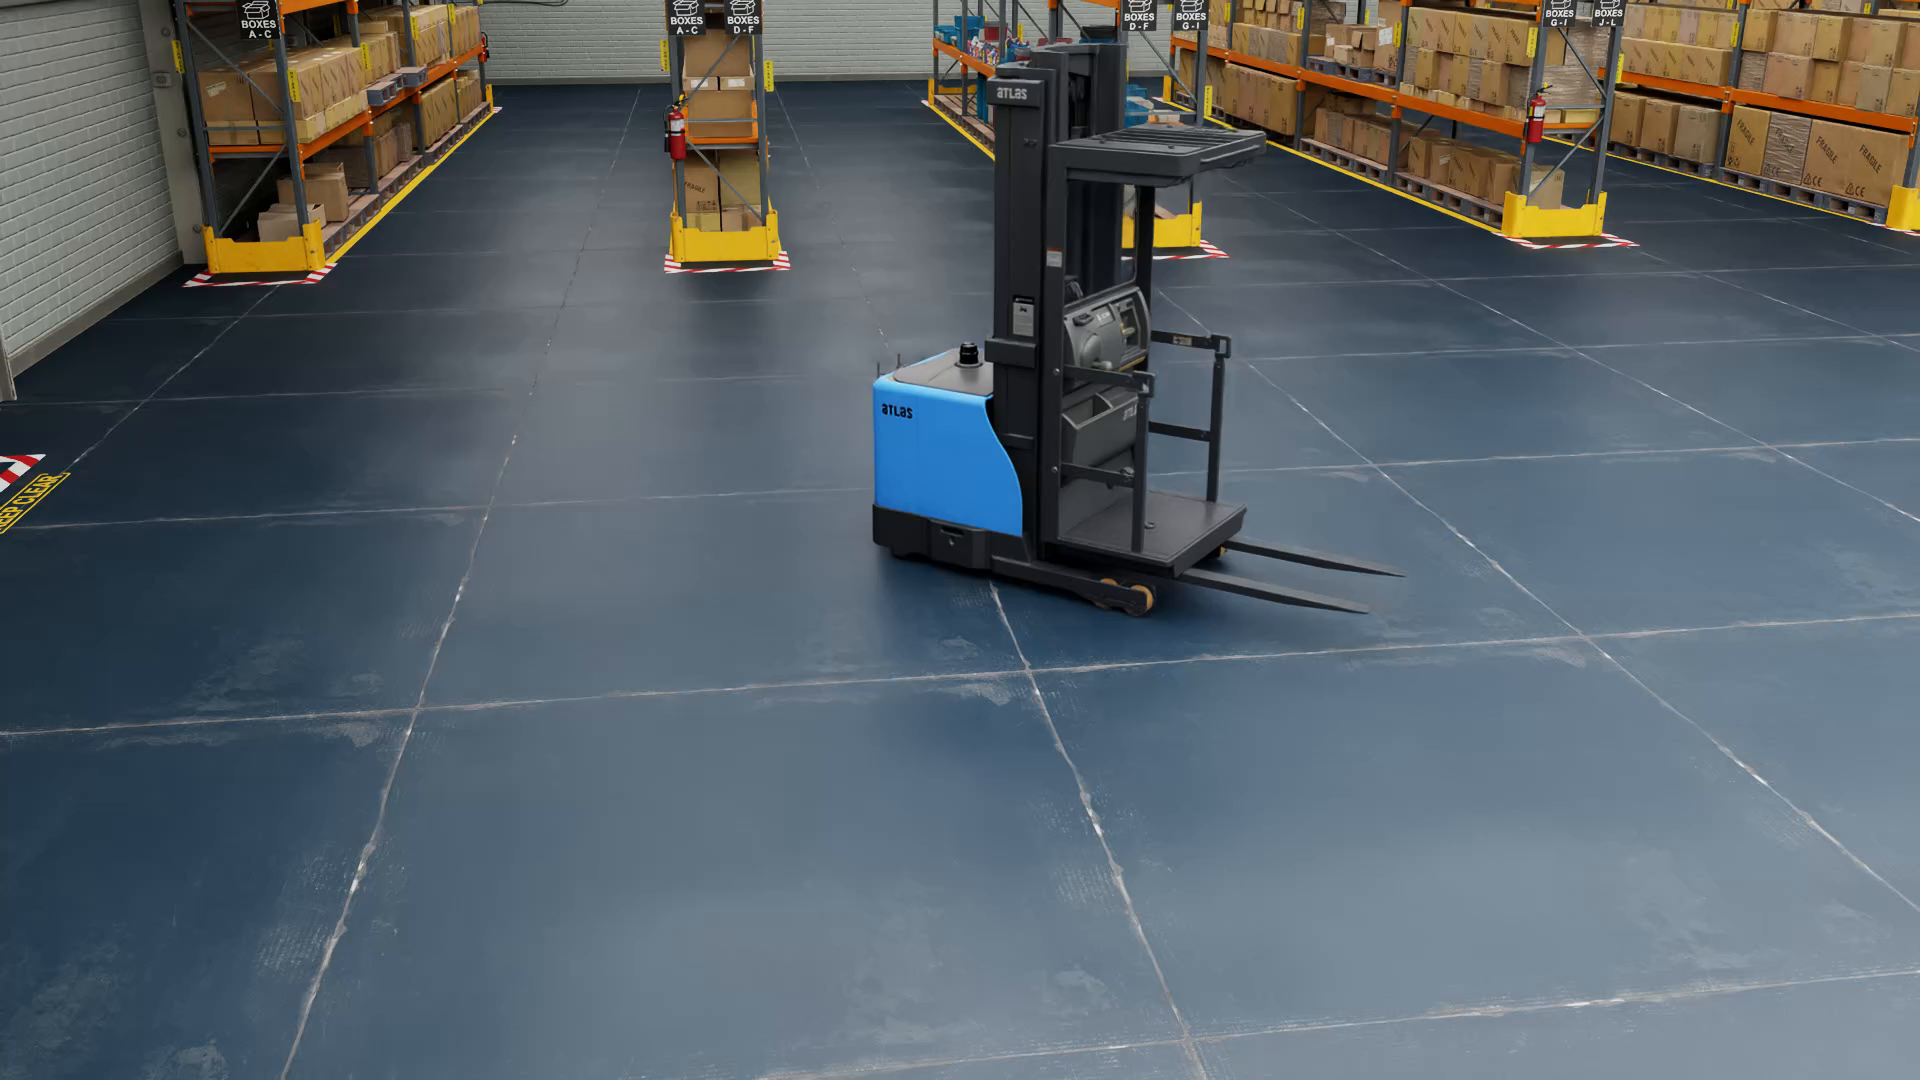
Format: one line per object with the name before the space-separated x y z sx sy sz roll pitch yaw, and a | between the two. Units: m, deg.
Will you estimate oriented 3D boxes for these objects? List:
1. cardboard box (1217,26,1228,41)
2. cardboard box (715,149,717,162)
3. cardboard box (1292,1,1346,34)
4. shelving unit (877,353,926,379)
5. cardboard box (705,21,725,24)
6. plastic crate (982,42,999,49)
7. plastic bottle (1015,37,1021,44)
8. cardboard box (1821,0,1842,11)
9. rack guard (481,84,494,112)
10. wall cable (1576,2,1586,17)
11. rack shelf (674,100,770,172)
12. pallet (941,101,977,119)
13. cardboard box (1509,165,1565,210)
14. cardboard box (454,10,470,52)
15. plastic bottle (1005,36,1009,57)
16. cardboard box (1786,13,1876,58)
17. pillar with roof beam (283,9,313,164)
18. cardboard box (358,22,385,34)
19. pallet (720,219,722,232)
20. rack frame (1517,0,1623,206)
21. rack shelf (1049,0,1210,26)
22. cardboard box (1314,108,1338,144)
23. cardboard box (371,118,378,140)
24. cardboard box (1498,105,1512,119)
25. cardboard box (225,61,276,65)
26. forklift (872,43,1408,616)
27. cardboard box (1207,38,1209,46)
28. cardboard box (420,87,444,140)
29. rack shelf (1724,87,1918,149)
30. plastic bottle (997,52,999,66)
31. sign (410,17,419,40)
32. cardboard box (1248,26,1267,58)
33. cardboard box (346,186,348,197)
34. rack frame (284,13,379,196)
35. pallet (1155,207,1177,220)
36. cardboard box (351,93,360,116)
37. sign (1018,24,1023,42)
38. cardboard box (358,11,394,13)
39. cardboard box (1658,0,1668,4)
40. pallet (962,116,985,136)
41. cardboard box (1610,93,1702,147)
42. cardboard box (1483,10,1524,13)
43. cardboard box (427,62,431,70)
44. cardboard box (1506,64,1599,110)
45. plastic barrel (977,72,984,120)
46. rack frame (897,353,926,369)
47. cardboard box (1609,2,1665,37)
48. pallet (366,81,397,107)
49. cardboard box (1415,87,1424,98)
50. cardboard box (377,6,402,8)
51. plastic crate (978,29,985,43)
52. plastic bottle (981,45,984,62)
cardboard box | 5.116 -9.449 31.017 0.500 0.250 0.500 -3 21 -9
cardboard box | -3.553 -5.269 22.565 0.500 0.311 0.500 -3 21 -8
cardboard box | 5.926 -8.626 27.448 0.797 0.503 0.637 -2 21 -6
shelving unit | -0.359 -0.614 10.360 0.215 1.050 0.252 11 23 27
cardboard box | -2.851 -5.778 19.403 0.700 0.500 0.500 -3 21 -8
plastic crate | 0.612 -9.063 30.486 0.396 0.136 0.243 -3 21 -8
plastic bottle | 1.021 -8.601 29.029 0.144 0.351 0.185 -3 21 -8
cardboard box | 15.407 -9.213 29.025 0.500 0.500 0.500 -3 21 -7
rack guard | -9.846 -8.713 32.830 1.175 0.500 0.348 -3 21 -8
wall cable | 15.235 -13.627 40.963 0.588 1.984 0.122 -3 21 -8
rack shelf | -2.923 -4.942 20.190 1.077 0.370 4.000 -3 21 -8
pallet | 0.214 -8.360 32.298 1.003 0.211 1.213 -3 21 -8
cardboard box | 7.095 -4.328 20.490 0.500 0.500 0.500 1 20 2
cardboard box | -9.542 -9.324 30.465 0.980 0.700 0.700 -4 21 -10
plastic bottle | 0.851 -8.658 29.181 0.144 0.351 0.185 -3 21 -8
cardboard box | 11.670 -6.754 22.254 0.875 0.550 0.550 -3 21 -8
pillar with roof beam | -5.098 -9.639 23.164 9.100 9.000 0.400 -3 21 -8
cardboard box | -8.549 -7.434 24.134 0.380 0.149 0.250 -6 21 -17
pallet | -2.786 -3.543 19.401 1.003 0.211 1.213 -3 21 -8
rack frame | 7.169 -5.085 19.545 1.000 3.000 0.127 -3 21 -8
rack shelf | 1.979 -6.596 20.331 1.077 0.370 4.000 -3 21 -8
cardboard box | 6.132 -6.659 26.703 0.700 0.500 0.500 -4 21 -11
cardboard box | -8.381 -5.693 23.045 0.500 0.250 0.500 -4 21 -9
cardboard box | 6.801 -5.226 20.281 0.380 0.149 0.250 -3 21 -8
cardboard box | -7.956 -5.132 18.784 0.500 0.500 0.500 -3 21 -9
forklift | 0.998 -1.169 9.157 3.031 2.935 1.130 12 24 30
cardboard box | 4.922 -9.568 31.905 0.380 0.149 0.250 -3 21 -7
cardboard box | -8.785 -6.860 26.769 0.750 0.750 0.750 -3 21 -8
rack shelf | 11.803 -5.656 22.101 1.077 0.370 4.000 -3 21 -8
plastic bottle | 0.634 -7.669 26.630 0.061 0.283 0.133 -3 21 -8
sign | -8.153 -7.642 24.847 0.100 0.325 0.005 -3 21 -8
cardboard box | 5.403 -8.768 29.261 0.500 0.500 0.500 -3 21 -9
cardboard box | -8.006 -4.416 21.173 0.380 0.166 0.250 -6 21 -15
rack frame | -8.113 -5.721 21.246 1.000 3.000 0.127 -3 21 -8
pallet | 2.098 -3.835 20.182 1.003 0.211 1.213 -3 21 -8
cardboard box | -7.681 -5.338 20.408 0.500 0.250 0.500 -3 21 -8
sign | 1.082 -9.147 30.024 0.100 0.325 0.005 -3 21 -8
cardboard box | -9.153 -8.154 26.092 0.500 0.250 0.500 -3 21 -9
cardboard box | 14.620 -11.103 34.085 0.500 0.500 0.500 -3 21 -8
pallet | 0.608 -7.415 29.767 1.003 0.211 1.213 -3 21 -8
cardboard box | 11.067 -6.695 26.470 1.050 0.750 0.750 -3 21 -7
cardboard box | 7.074 -6.637 21.701 0.500 0.500 0.500 -3 21 -8
cardboard box | -8.739 -7.654 26.751 0.380 0.149 0.250 -3 21 -7
cardboard box | 7.117 -5.463 19.989 0.875 0.500 0.500 -3 21 -8
plastic barrel | 0.599 -8.015 29.787 0.600 0.901 0.708 -3 21 -8
rack frame | -0.300 -0.652 10.460 0.200 1.050 0.008 11 23 27
cardboard box | 10.993 -8.430 26.927 0.700 0.500 0.500 -3 21 -8
pallet | -8.079 -5.903 22.008 1.003 0.211 1.213 -3 21 -8
cardboard box | 6.412 -6.091 22.595 0.380 0.149 0.250 -3 21 -8
cardboard box | -9.375 -8.684 27.512 0.500 0.250 0.500 -3 21 -7
plastic crate | 0.500 -9.501 31.450 0.437 0.282 0.530 -3 21 -8
plastic bottle | 0.398 -8.274 28.267 0.097 0.271 0.097 0 20 0
